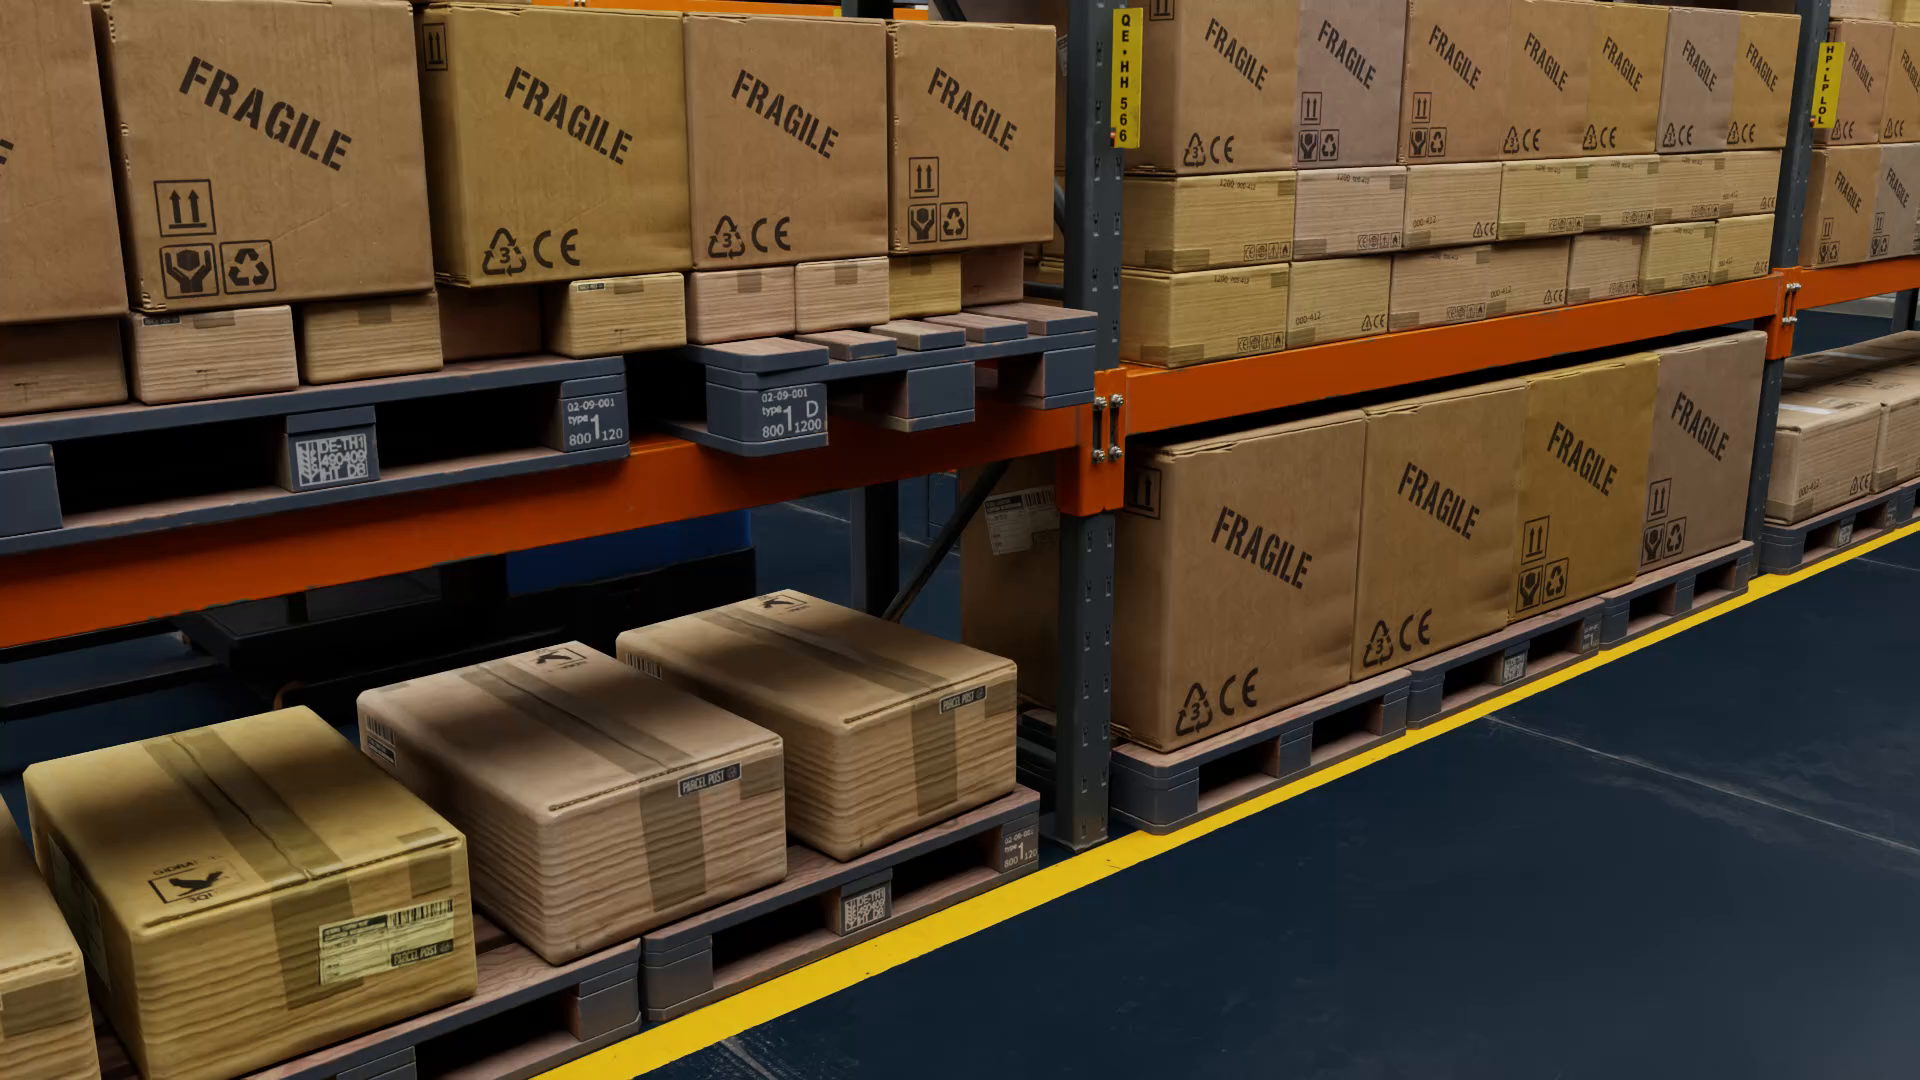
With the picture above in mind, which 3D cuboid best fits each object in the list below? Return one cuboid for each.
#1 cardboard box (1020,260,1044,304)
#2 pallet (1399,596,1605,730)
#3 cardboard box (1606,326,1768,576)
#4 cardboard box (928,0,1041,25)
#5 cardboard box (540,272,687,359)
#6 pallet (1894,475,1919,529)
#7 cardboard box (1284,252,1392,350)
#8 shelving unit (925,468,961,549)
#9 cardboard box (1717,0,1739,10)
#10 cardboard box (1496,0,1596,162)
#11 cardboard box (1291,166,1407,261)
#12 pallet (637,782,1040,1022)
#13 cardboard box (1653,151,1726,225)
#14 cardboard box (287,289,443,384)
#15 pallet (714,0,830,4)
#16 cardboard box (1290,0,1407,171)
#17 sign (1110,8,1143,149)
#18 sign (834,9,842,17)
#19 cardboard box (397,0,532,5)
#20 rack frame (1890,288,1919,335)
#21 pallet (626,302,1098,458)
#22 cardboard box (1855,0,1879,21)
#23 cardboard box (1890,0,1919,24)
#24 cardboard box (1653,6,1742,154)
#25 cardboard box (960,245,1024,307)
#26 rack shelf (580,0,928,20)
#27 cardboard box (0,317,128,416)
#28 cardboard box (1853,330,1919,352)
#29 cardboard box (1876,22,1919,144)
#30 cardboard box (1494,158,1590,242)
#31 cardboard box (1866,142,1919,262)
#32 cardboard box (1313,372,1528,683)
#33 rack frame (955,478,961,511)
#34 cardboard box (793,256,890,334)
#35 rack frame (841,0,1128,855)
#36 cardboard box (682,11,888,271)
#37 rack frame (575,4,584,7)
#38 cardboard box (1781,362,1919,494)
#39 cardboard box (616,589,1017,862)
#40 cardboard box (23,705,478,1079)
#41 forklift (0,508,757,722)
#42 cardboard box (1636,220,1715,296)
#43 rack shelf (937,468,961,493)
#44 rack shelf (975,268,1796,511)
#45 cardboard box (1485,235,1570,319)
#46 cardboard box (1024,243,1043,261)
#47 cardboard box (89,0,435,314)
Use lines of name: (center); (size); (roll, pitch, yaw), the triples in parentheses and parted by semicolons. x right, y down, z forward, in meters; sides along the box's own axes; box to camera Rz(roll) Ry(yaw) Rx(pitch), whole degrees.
cardboard box: (0.248, -0.762, 5.081); (0.500, 0.250, 0.500); (-14, 20, -41)
pallet: (1.601, 0.324, 6.126); (1.213, 0.211, 1.003); (-13, 19, -39)
cardboard box: (2.639, -0.432, 6.857); (0.875, 0.875, 0.875); (-12, 19, -38)
cardboard box: (0.255, -1.368, 4.928); (0.500, 0.500, 0.500); (-13, 20, -41)
cardboard box: (-0.765, -0.477, 3.397); (0.250, 0.149, 0.380); (-12, 19, -38)
pallet: (4.600, -0.350, 8.651); (1.213, 0.211, 1.003); (-13, 19, -39)
cardboard box: (0.947, -0.750, 5.036); (0.500, 0.250, 0.500); (-13, 20, -41)
shelving unit: (-0.011, -0.577, 7.586); (0.189, 1.200, 0.258); (-13, 19, -39)
cardboard box: (3.348, -2.358, 7.378); (0.250, 0.149, 0.380); (-12, 19, -38)
cardboard box: (1.720, -1.521, 5.500); (0.500, 0.500, 0.500); (-12, 19, -38)
cardboard box: (0.972, -0.992, 4.975); (0.500, 0.250, 0.500); (-12, 19, -38)
pallet: (-0.554, 0.781, 4.417); (1.213, 0.211, 1.003); (-13, 19, -39)
cardboard box: (2.509, -1.337, 6.264); (0.500, 0.250, 0.500); (-12, 19, -38)
cardboard box: (-1.173, -0.401, 3.110); (0.250, 0.149, 0.380); (-13, 20, -41)
pallet: (-1.907, -5.054, 15.216); (1.213, 0.211, 1.003); (-13, 19, -39)
cardboard box: (0.937, -1.351, 4.866); (0.500, 0.500, 0.500); (-13, 19, -39)
sign: (0.400, -1.115, 4.023); (0.005, 0.325, 0.100); (-13, 19, -39)
sign: (-0.330, -1.365, 4.805); (0.005, 0.325, 0.100); (-13, 19, -39)
cardboard box: (-1.012, -1.074, 3.119); (0.250, 0.149, 0.380); (-14, 20, -42)
rack frame: (6.072, -2.053, 9.625); (0.127, 3.000, 1.000); (-13, 19, -39)
pallet: (-0.431, -0.464, 4.047); (1.003, 0.211, 1.213); (-13, 19, -39)
cardboard box: (3.645, -2.270, 7.048); (0.250, 0.149, 0.380); (-12, 19, -39)
cardboard box: (4.038, -2.352, 7.354); (0.250, 0.149, 0.380); (-13, 20, -40)
cardboard box: (2.496, -1.694, 6.147); (0.500, 0.500, 0.500); (-12, 19, -38)
cardboard box: (-0.056, -0.678, 4.150); (0.250, 0.149, 0.380); (-12, 19, -37)
rack shelf: (-1.942, -4.746, 15.285); (4.000, 0.370, 1.077); (-13, 19, -39)
cardboard box: (-1.590, -0.315, 2.789); (0.250, 0.149, 0.380); (-12, 19, -39)
cardboard box: (5.639, -0.887, 9.410); (0.875, 0.438, 0.875); (-14, 20, -41)
cardboard box: (3.957, -2.025, 7.388); (0.500, 0.500, 0.500); (-13, 20, -40)
cardboard box: (1.747, -1.158, 5.594); (0.500, 0.250, 0.500); (-12, 19, -38)
cardboard box: (3.962, -1.537, 7.498); (0.500, 0.500, 0.500); (-12, 19, -39)
cardboard box: (1.288, -0.126, 5.712); (0.875, 0.875, 0.875); (-12, 19, -39)
rack frame: (0.058, -0.593, 7.644); (0.006, 1.200, 0.240); (-13, 19, -39)
cardboard box: (-0.372, -0.568, 3.735); (0.250, 0.149, 0.380); (-13, 20, -40)
rack frame: (0.037, -0.698, 4.552); (0.127, 3.000, 1.000); (-13, 19, -39)
cardboard box: (-0.507, -0.872, 3.619); (0.500, 0.500, 0.500); (-13, 20, -40)
rack frame: (-3.451, -3.305, 14.311); (0.127, 3.000, 1.000); (-13, 19, -39)
cardboard box: (4.273, -0.578, 8.253); (0.875, 0.438, 0.875); (-13, 20, -41)
cardboard box: (-0.396, 0.462, 4.485); (0.625, 0.372, 0.950); (-14, 21, -43)
cardboard box: (-1.523, 0.716, 3.535); (0.625, 0.372, 0.950); (-12, 19, -38)
forklift: (-2.252, -0.945, 5.609); (3.031, 2.935, 1.130); (-12, 19, -38)
cardboard box: (2.496, -1.092, 6.317); (0.500, 0.250, 0.500); (-13, 20, -40)
rack shelf: (-0.011, -0.302, 7.659); (0.180, 0.103, 0.258); (-13, 19, -39)
rack shelf: (1.545, -0.690, 5.913); (4.000, 0.370, 1.077); (-13, 19, -39)
cardboard box: (1.716, -0.922, 5.680); (0.500, 0.250, 0.500); (-13, 19, -39)
cardboard box: (0.235, -0.999, 4.999); (0.500, 0.250, 0.500); (-13, 20, -40)
cardboard box: (-1.299, -0.694, 2.953); (0.500, 0.500, 0.500); (-14, 20, -42)
